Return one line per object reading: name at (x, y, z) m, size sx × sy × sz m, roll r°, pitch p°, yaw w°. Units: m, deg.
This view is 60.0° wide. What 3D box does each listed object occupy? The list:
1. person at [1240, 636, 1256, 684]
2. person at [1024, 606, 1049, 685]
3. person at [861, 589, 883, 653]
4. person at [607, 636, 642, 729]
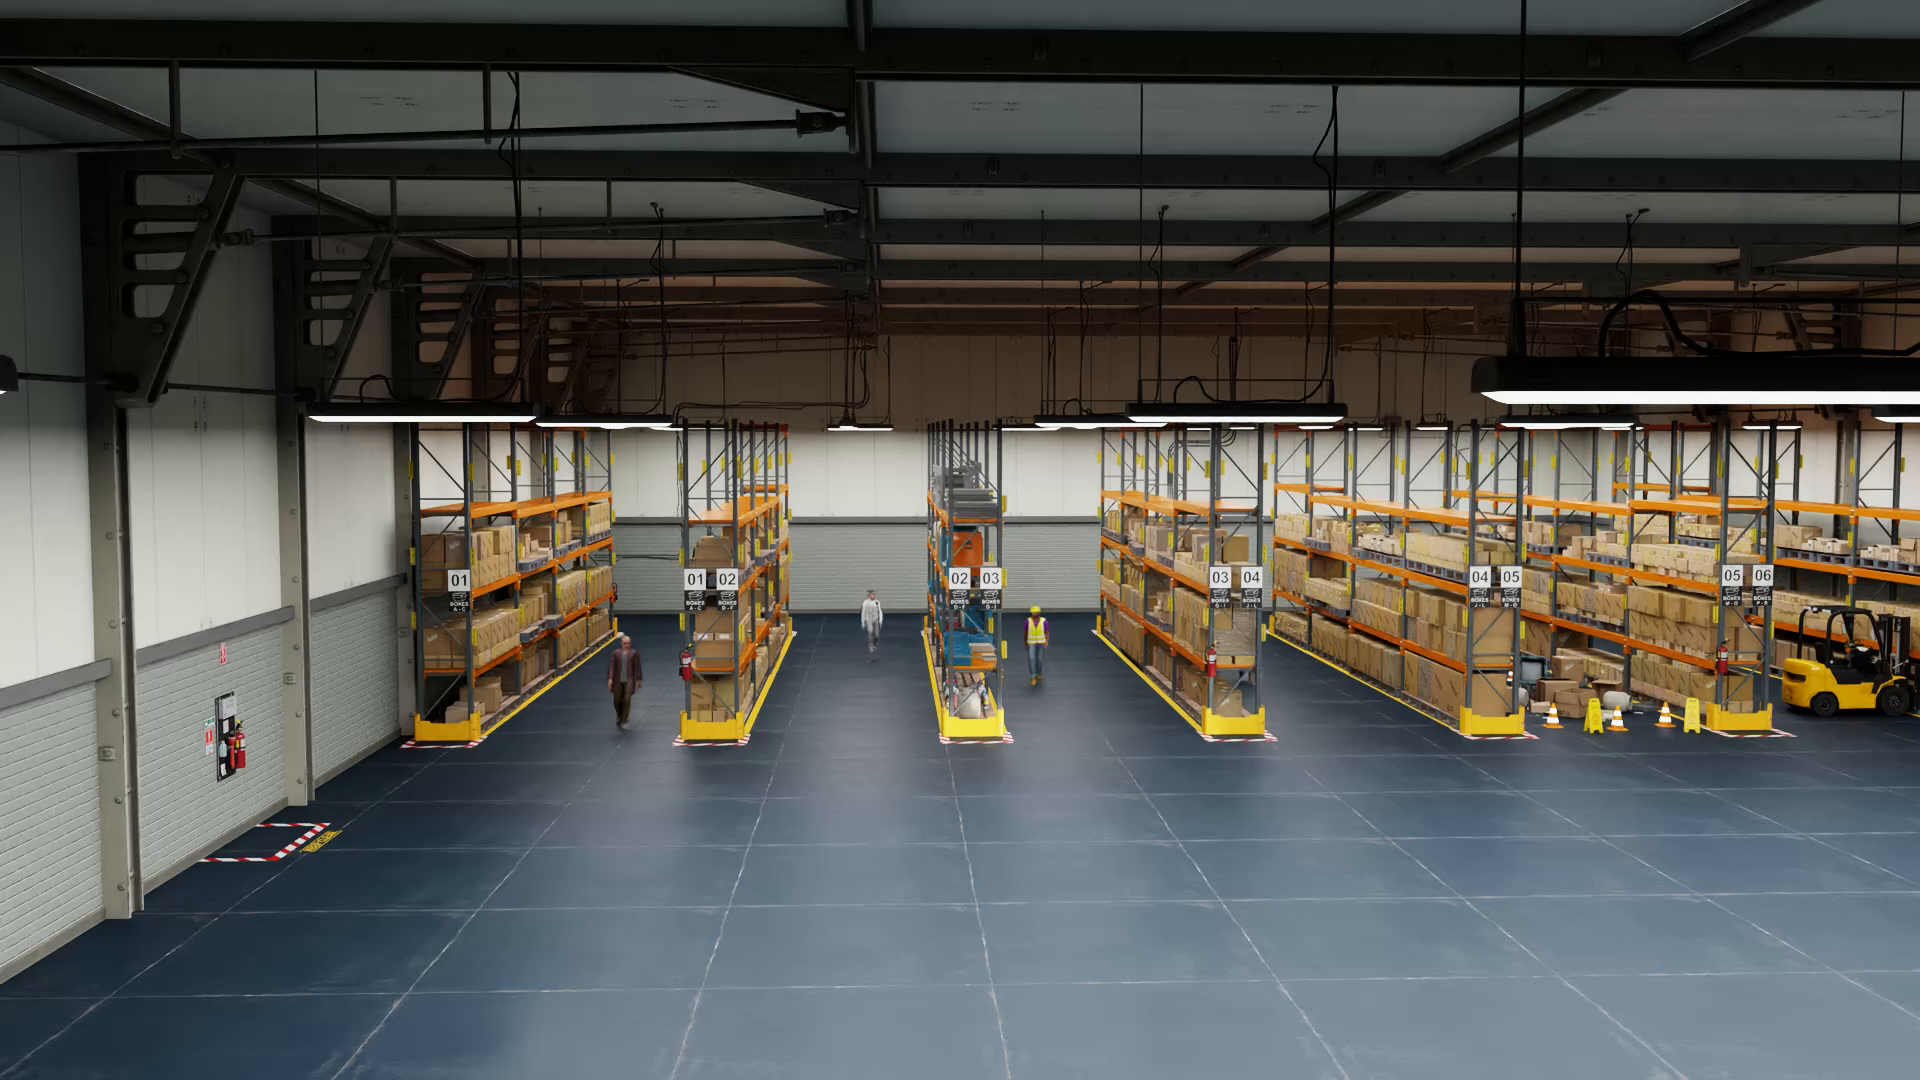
person at (6.545, 2.453, 38.079) m, size 0.483 × 1.614 × 0.918 m, roll 1°, pitch 4°, yaw 10°
person at (1.764, 2.400, 38.175) m, size 0.582 × 1.765 × 0.834 m, roll 0°, pitch 4°, yaw 2°
person at (-2.169, 2.019, 41.764) m, size 0.519 × 1.549 × 0.738 m, roll -1°, pitch 4°, yaw -17°
person at (-6.561, 2.792, 32.546) m, size 0.675 × 1.816 × 0.729 m, roll -1°, pitch 4°, yaw -10°
